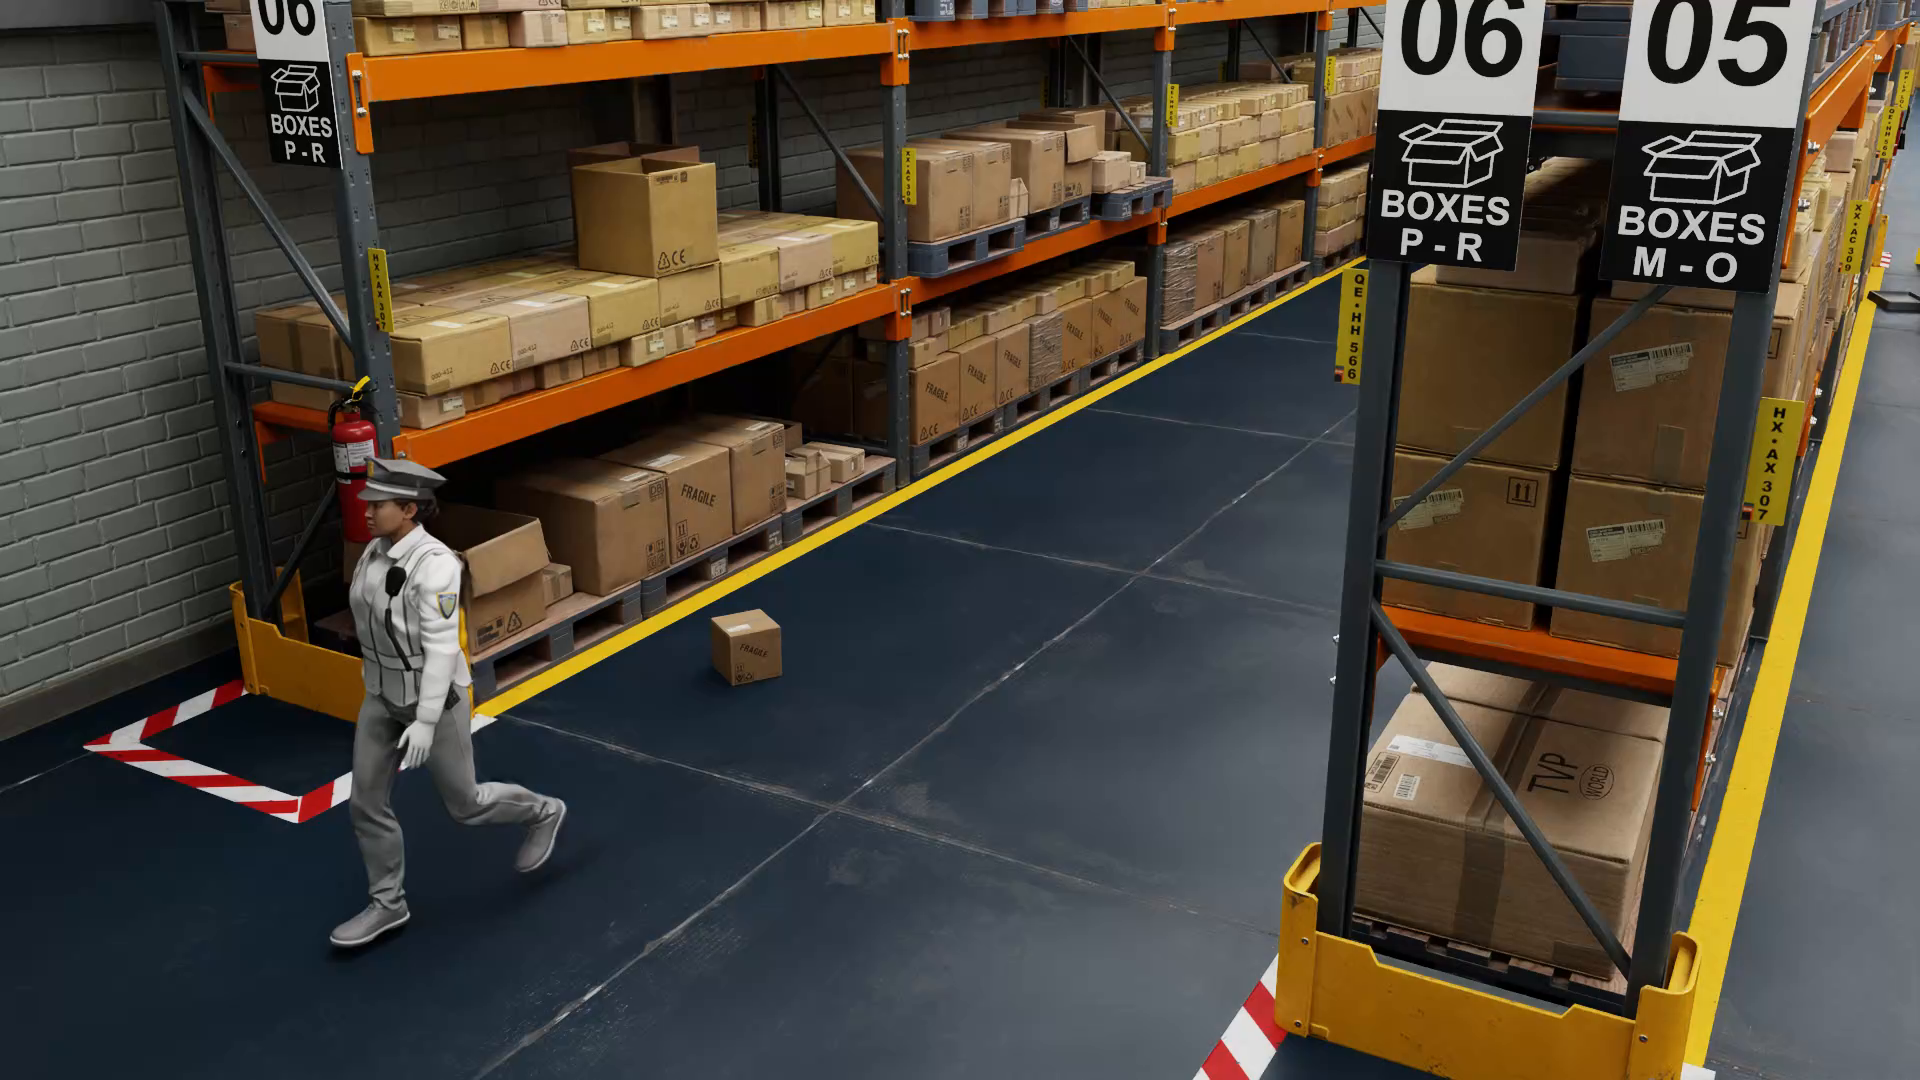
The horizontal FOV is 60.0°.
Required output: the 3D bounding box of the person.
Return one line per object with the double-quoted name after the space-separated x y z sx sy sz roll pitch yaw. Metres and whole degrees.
-1.786 0.498 5.584 0.469 1.647 0.872 14 24 34 "person"
